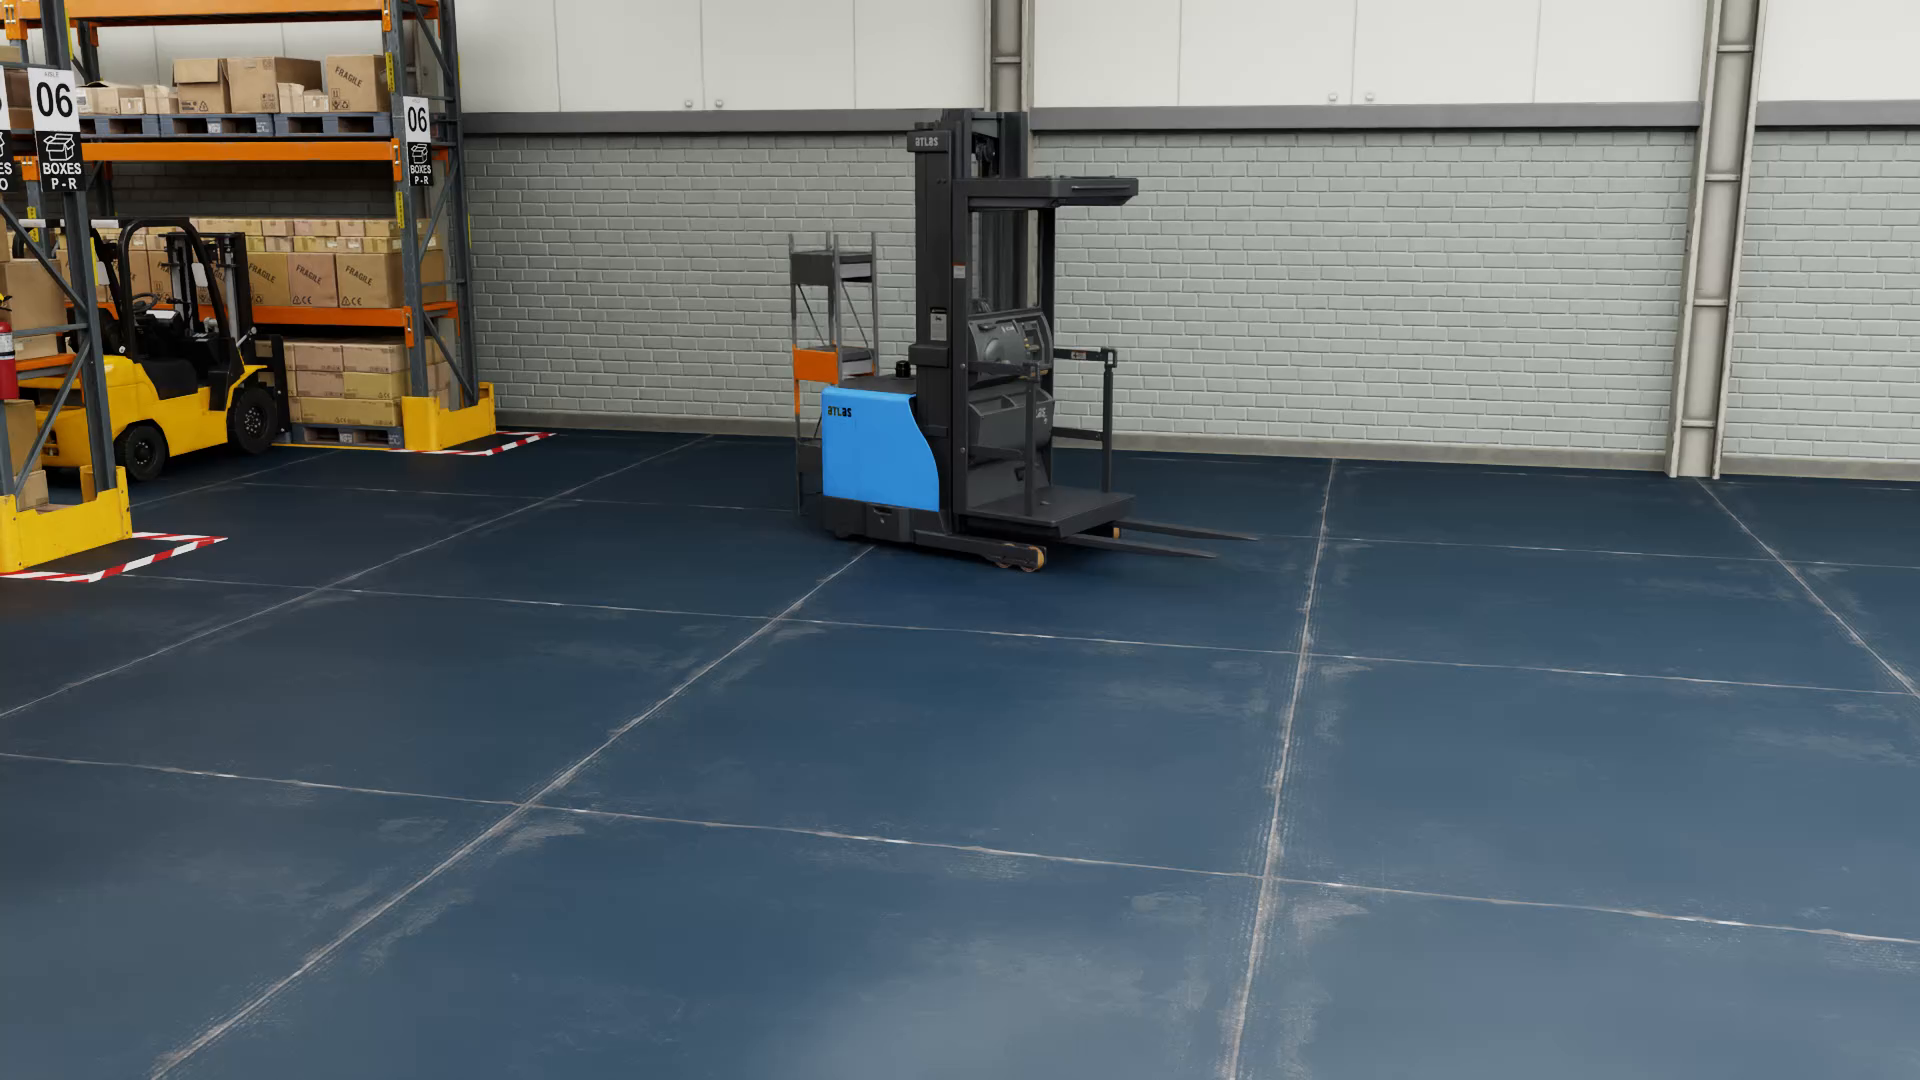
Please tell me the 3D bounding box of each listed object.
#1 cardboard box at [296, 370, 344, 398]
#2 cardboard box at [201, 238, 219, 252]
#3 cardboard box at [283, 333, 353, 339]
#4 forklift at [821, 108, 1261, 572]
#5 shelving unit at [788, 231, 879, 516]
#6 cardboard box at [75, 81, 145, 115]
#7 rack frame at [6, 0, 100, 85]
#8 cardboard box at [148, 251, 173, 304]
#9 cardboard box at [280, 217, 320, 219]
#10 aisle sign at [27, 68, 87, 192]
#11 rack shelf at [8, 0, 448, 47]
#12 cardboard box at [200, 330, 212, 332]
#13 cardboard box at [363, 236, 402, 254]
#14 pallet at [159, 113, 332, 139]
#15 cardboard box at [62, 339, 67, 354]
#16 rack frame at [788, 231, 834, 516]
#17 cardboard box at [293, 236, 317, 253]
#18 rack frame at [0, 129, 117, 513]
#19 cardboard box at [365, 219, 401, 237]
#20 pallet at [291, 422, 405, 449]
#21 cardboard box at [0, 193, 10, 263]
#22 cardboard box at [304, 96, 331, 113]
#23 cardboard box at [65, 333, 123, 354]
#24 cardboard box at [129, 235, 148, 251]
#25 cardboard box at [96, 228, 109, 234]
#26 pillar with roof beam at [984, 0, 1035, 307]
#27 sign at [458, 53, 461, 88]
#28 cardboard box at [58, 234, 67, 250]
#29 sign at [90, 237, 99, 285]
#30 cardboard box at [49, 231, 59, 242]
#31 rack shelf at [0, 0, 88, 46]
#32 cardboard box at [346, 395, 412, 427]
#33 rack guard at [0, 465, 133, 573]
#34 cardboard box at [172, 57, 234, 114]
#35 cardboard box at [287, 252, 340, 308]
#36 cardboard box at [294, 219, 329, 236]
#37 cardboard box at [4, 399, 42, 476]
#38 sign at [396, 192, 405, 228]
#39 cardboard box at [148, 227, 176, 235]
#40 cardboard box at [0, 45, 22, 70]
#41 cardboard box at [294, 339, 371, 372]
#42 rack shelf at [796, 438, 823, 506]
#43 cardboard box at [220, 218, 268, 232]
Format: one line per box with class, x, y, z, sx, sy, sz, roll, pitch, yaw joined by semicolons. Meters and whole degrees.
cardboard box;-5.954;-1.515;15.860;0.500;0.250;0.500;3;13;13
cardboard box;-7.063;-2.837;15.867;0.250;0.149;0.380;3;13;12
cardboard box;-6.313;-1.889;16.394;0.500;0.250;0.500;3;13;13
forklift;0.516;-1.353;11.067;3.031;2.935;1.130;9;15;34
shelving unit;-0.914;-1.205;12.294;0.503;2.100;0.431;11;17;42
cardboard box;-8.057;-4.208;15.856;0.500;0.311;0.500;3;13;15
rack frame;-8.806;-5.557;16.003;0.127;3.000;1.000;3;13;14
cardboard box;-7.436;-2.549;16.067;0.500;0.500;0.500;3;13;13
cardboard box;-6.433;-3.083;16.291;0.250;0.149;0.380;3;13;12
aisle sign;-5.974;-2.707;11.009;0.004;0.787;0.394;3;13;14
rack shelf;-6.864;-4.906;15.656;4.000;0.370;1.077;3;13;14
cardboard box;-7.786;-1.971;16.761;0.500;0.250;0.500;3;13;13
cardboard box;-5.326;-2.745;15.452;0.250;0.149;0.380;3;13;14
pallet;-6.791;-3.946;15.875;1.213;0.211;1.003;3;13;14
cardboard box;-9.315;-1.698;16.976;0.625;0.625;0.875;4;13;16
rack frame;-1.091;-1.239;12.458;0.015;2.100;0.400;11;17;42
cardboard box;-6.057;-2.793;15.671;0.250;0.149;0.380;3;13;13
rack frame;-6.108;-1.376;11.012;0.127;3.000;1.000;3;13;14
cardboard box;-5.321;-2.905;15.488;0.250;0.149;0.380;3;13;14
pallet;-5.675;-1.090;16.158;1.213;0.211;1.003;3;13;14
cardboard box;-6.656;-2.039;10.773;0.500;0.500;0.700;3;13;12
cardboard box;-5.800;-3.995;15.269;0.250;0.149;0.380;3;13;12
cardboard box;-8.412;-1.888;16.386;0.500;0.250;0.500;3;13;13
cardboard box;-7.826;-2.872;16.026;0.250;0.149;0.380;3;13;15
cardboard box;-8.288;-3.069;16.225;0.250;0.149;0.380;3;13;14
pillar with roof beam;-0.589;-4.358;10.601;0.400;9.000;9.100;3;13;14
sign;-4.784;-4.466;15.814;0.005;0.325;0.100;3;13;14
cardboard box;-8.560;-2.921;16.248;0.250;0.149;0.380;3;13;13
sign;-5.978;-1.913;11.432;0.005;0.325;0.100;3;13;14
cardboard box;-9.096;-3.057;16.857;0.250;0.149;0.380;3;13;12
rack shelf;-10.748;-5.114;16.592;4.000;0.370;1.077;3;13;14
cardboard box;-5.454;-1.241;15.780;0.500;0.250;0.500;3;13;14
rack guard;-6.182;-0.160;11.300;0.348;0.500;1.175;3;13;14
cardboard box;-6.940;-4.273;15.705;0.637;0.503;0.797;3;13;15
cardboard box;-5.965;-2.468;15.703;0.500;0.500;0.500;3;13;15
cardboard box;-6.052;-2.948;15.680;0.250;0.149;0.380;3;13;14
cardboard box;-6.848;-0.706;11.638;0.500;0.500;0.500;3;13;12
sign;-5.066;-2.988;15.055;0.005;0.325;0.100;3;13;14
cardboard box;-7.559;-3.011;15.964;0.250;0.149;0.380;3;13;13
cardboard box;-6.404;-3.169;10.904;0.250;0.149;0.380;3;13;13
cardboard box;-5.942;-1.755;15.787;0.500;0.250;0.500;3;13;15
rack shelf;-0.903;-0.508;12.447;0.480;0.518;0.431;11;17;42
cardboard box;-6.811;-2.984;15.841;0.250;0.149;0.380;3;13;14
